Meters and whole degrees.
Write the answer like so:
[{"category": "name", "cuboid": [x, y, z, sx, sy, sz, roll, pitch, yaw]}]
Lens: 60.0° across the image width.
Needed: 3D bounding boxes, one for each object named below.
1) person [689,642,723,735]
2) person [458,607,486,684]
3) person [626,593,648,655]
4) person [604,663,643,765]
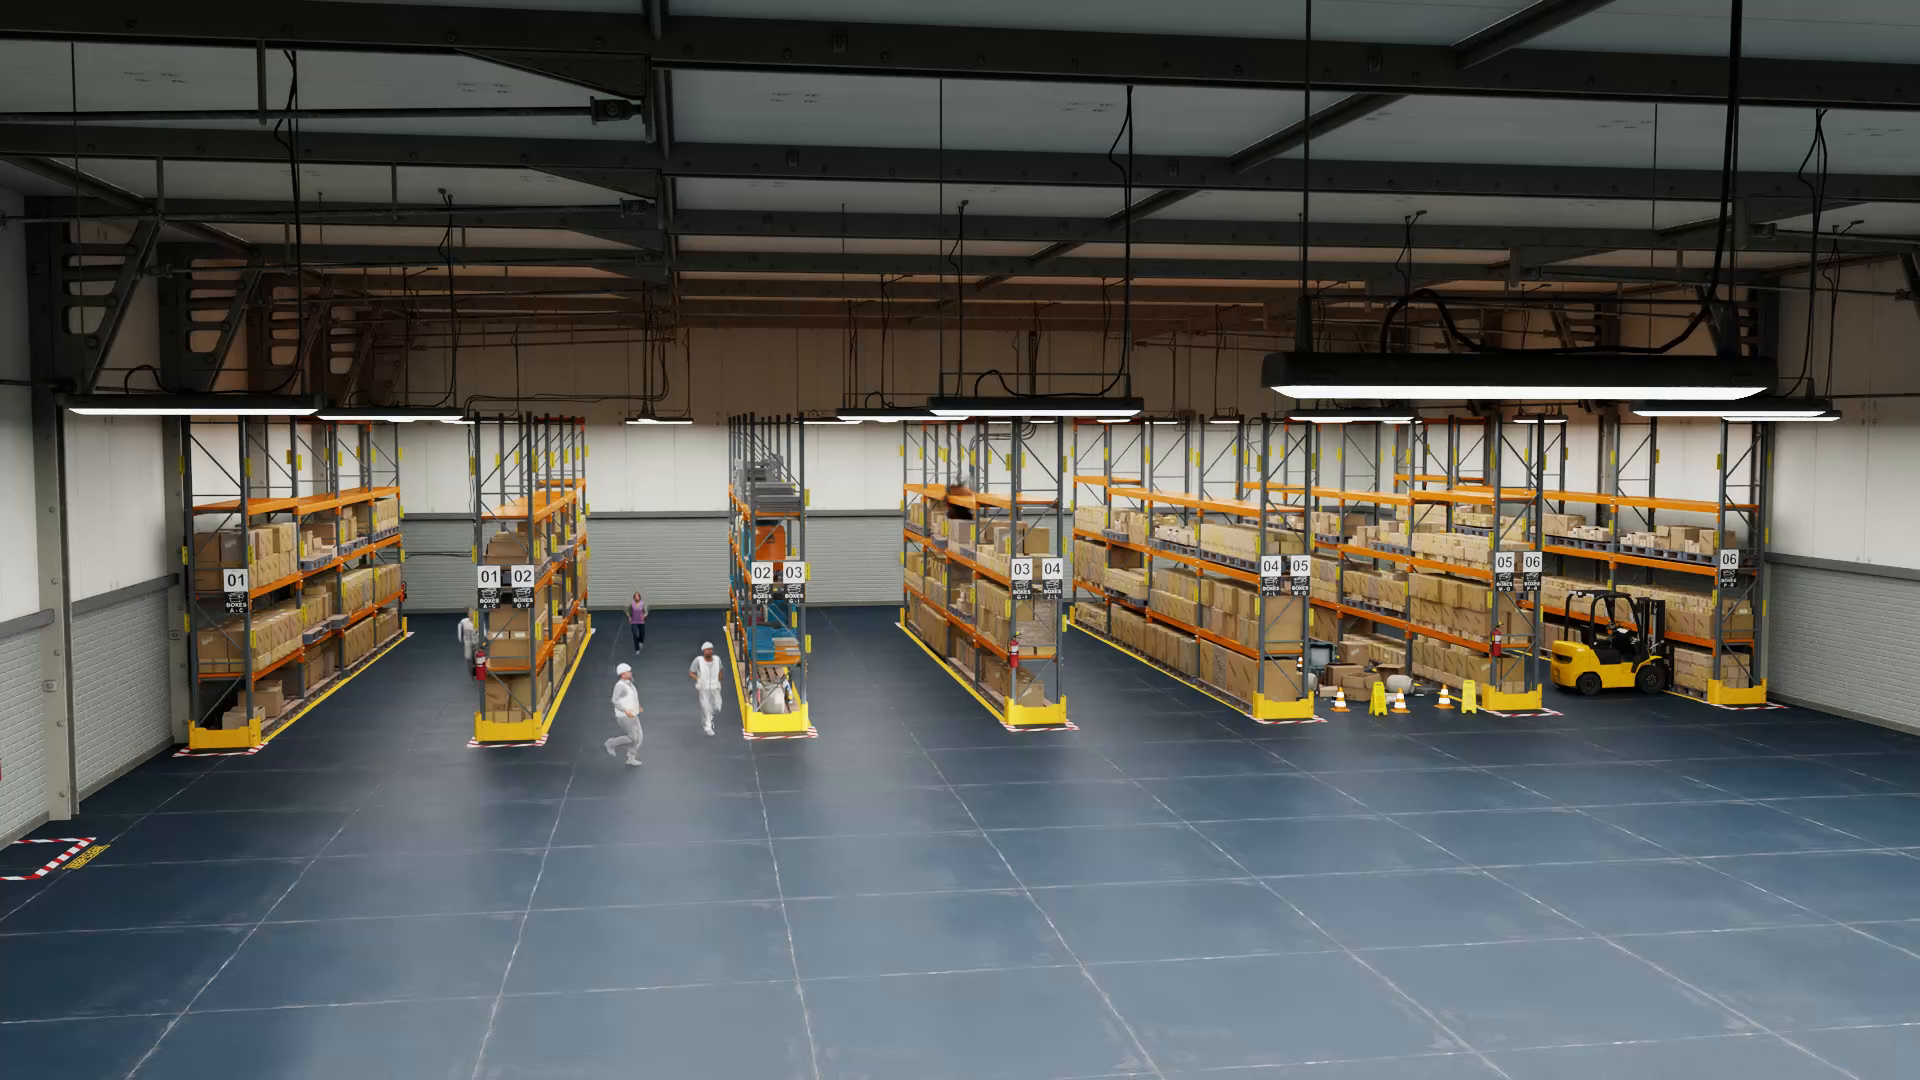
[{"category": "person", "cuboid": [-4.686, 2.761, 30.920, 0.683, 1.740, 0.615, -2, 4, -28]}, {"category": "person", "cuboid": [-10.943, 2.354, 37.318, 0.636, 1.722, 0.827, -1, 4, -9]}, {"category": "person", "cuboid": [-8.147, 2.096, 41.935, 0.539, 1.551, 0.622, -1, 4, -14]}, {"category": "person", "cuboid": [-5.686, 2.953, 28.152, 0.624, 1.734, 0.666, 1, 4, 10]}]
